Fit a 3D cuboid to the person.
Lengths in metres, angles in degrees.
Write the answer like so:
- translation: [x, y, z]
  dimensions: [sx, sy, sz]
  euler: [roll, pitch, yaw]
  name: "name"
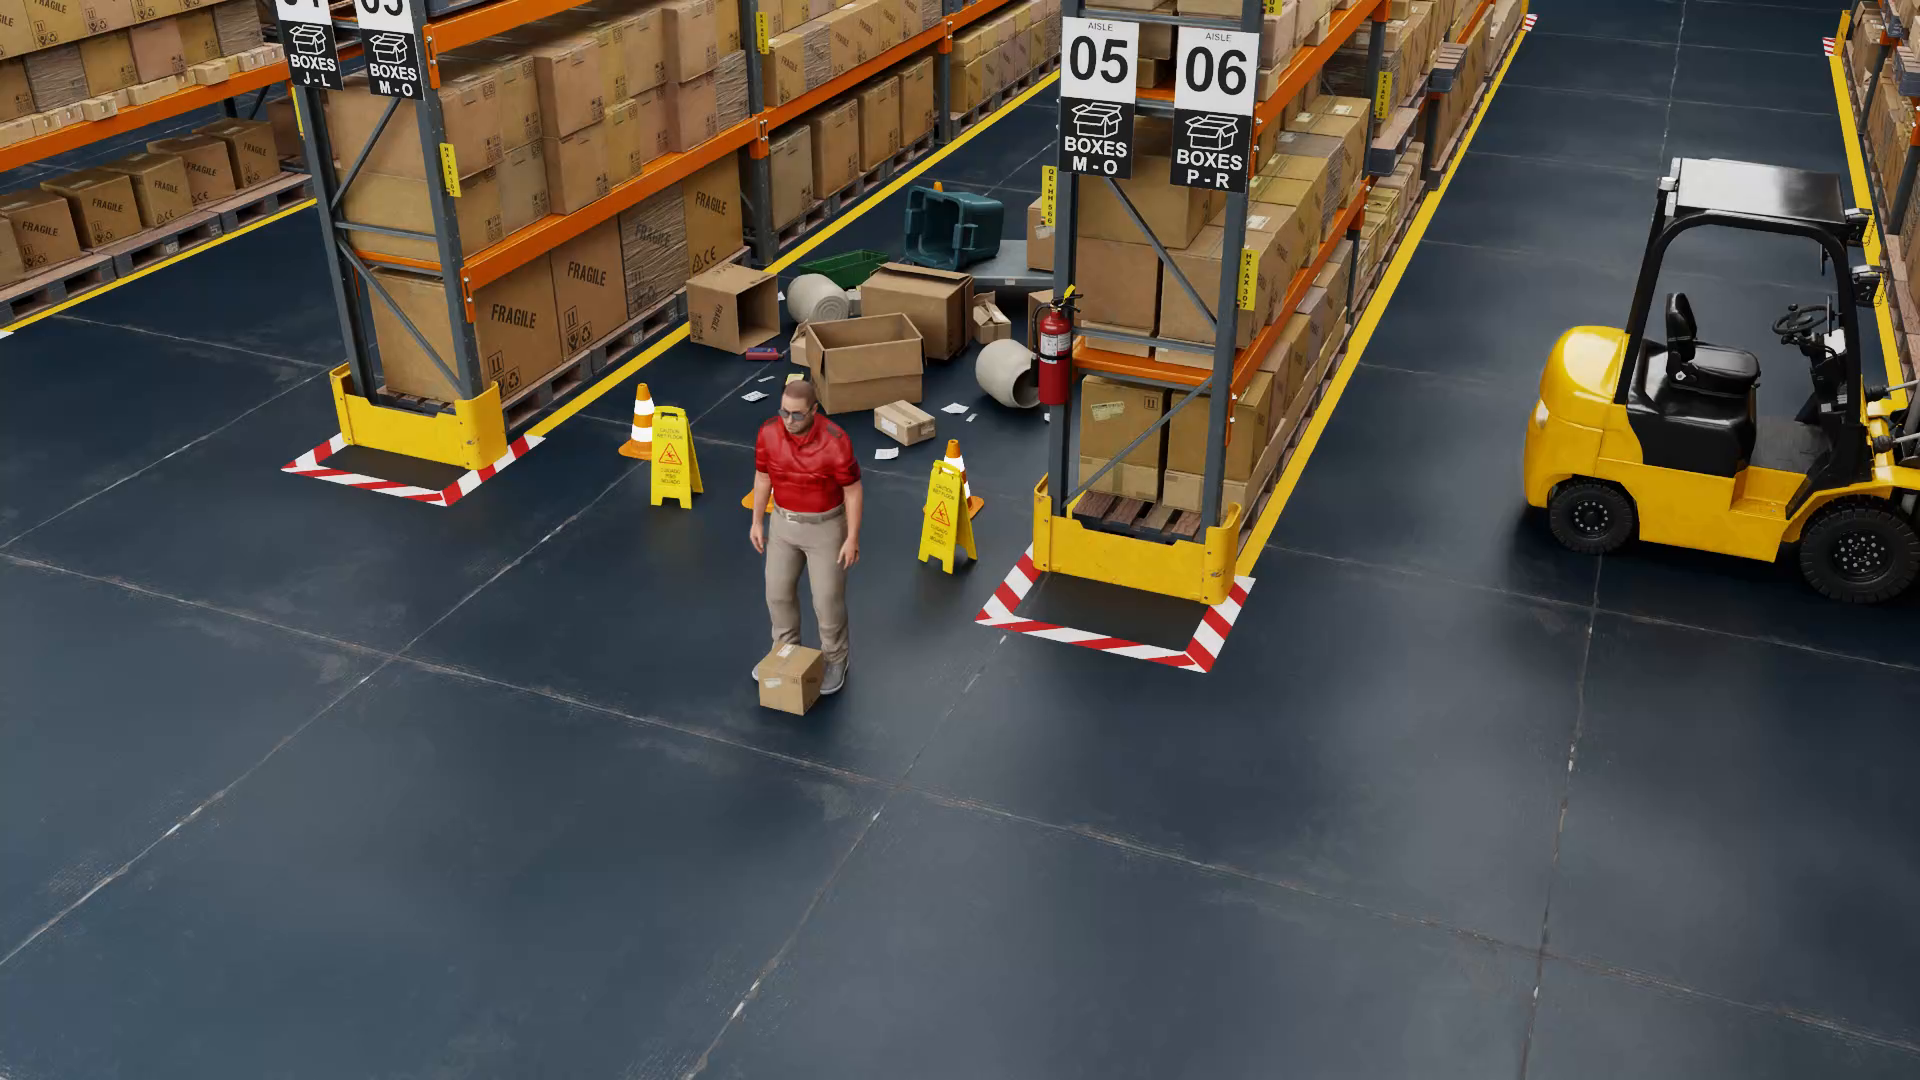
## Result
- translation: [-0.782, -0.042, 8.486]
  dimensions: [0.599, 1.727, 0.383]
  euler: [10, 31, 18]
  name: "person"
